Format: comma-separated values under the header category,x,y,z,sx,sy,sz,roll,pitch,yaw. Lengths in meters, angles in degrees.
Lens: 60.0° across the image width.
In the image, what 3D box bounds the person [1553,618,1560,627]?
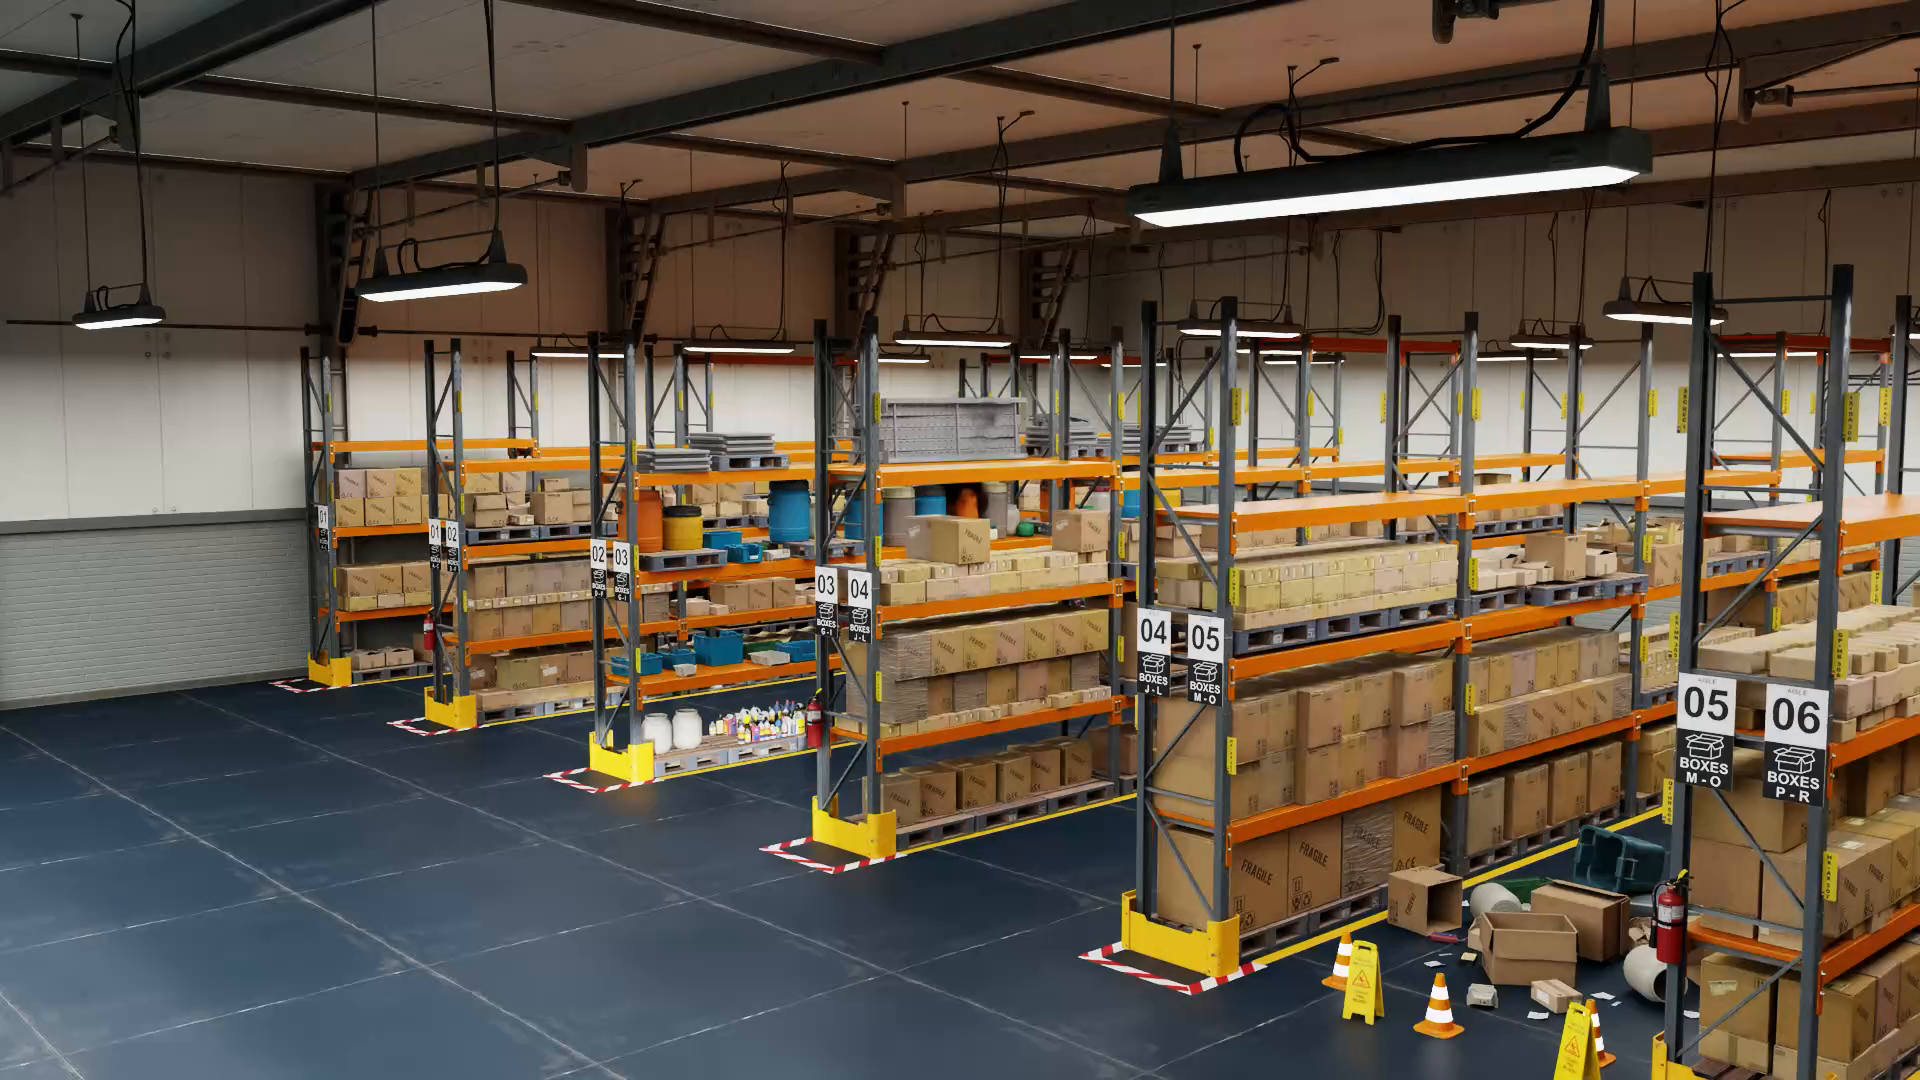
category,x,y,z,sx,sy,sz,roll,pitch,yaw
person,9.013,2.039,24.999,0.974,1.778,0.667,-5,7,-42
